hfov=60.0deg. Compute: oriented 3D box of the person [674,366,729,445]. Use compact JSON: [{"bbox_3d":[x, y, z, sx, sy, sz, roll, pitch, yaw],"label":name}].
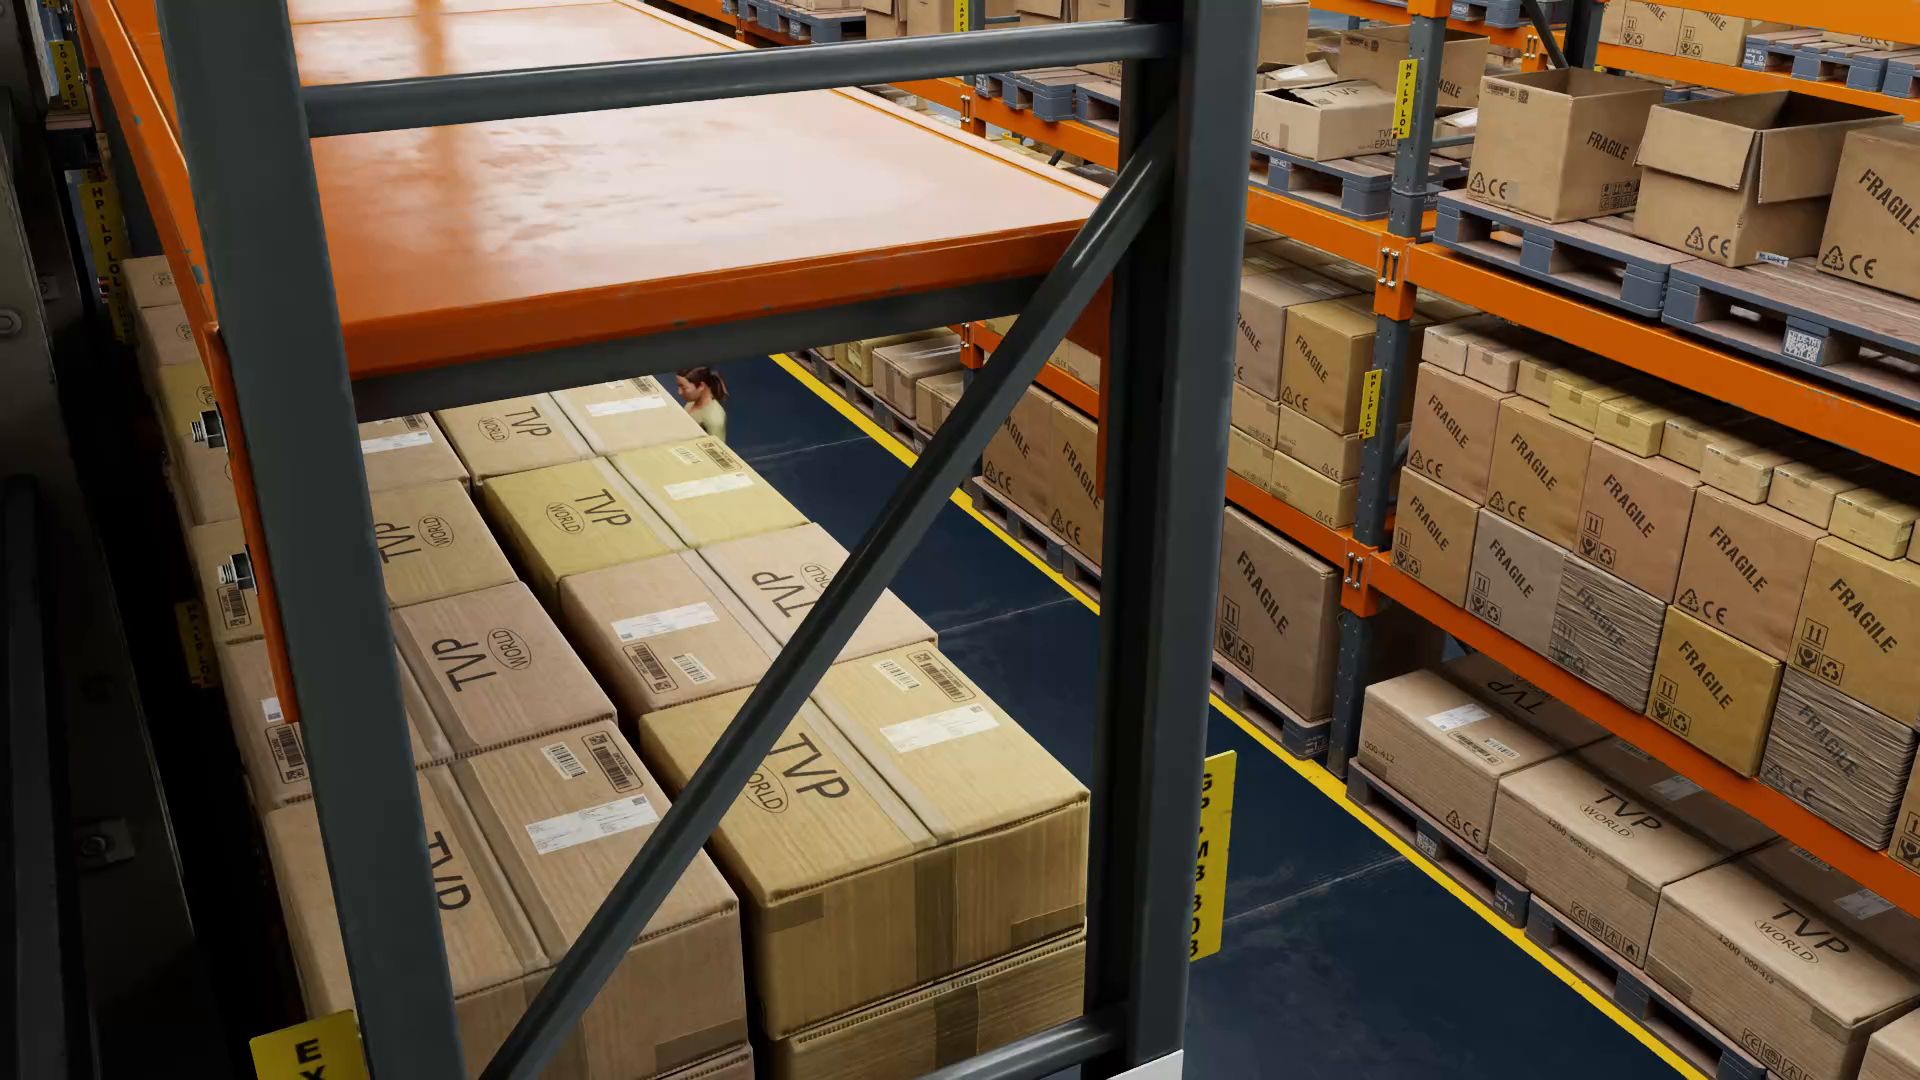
[{"bbox_3d":[-1.485,-0.286,9.721,0.363,1.672,0.446,-12,28,-24],"label":"person"}]
